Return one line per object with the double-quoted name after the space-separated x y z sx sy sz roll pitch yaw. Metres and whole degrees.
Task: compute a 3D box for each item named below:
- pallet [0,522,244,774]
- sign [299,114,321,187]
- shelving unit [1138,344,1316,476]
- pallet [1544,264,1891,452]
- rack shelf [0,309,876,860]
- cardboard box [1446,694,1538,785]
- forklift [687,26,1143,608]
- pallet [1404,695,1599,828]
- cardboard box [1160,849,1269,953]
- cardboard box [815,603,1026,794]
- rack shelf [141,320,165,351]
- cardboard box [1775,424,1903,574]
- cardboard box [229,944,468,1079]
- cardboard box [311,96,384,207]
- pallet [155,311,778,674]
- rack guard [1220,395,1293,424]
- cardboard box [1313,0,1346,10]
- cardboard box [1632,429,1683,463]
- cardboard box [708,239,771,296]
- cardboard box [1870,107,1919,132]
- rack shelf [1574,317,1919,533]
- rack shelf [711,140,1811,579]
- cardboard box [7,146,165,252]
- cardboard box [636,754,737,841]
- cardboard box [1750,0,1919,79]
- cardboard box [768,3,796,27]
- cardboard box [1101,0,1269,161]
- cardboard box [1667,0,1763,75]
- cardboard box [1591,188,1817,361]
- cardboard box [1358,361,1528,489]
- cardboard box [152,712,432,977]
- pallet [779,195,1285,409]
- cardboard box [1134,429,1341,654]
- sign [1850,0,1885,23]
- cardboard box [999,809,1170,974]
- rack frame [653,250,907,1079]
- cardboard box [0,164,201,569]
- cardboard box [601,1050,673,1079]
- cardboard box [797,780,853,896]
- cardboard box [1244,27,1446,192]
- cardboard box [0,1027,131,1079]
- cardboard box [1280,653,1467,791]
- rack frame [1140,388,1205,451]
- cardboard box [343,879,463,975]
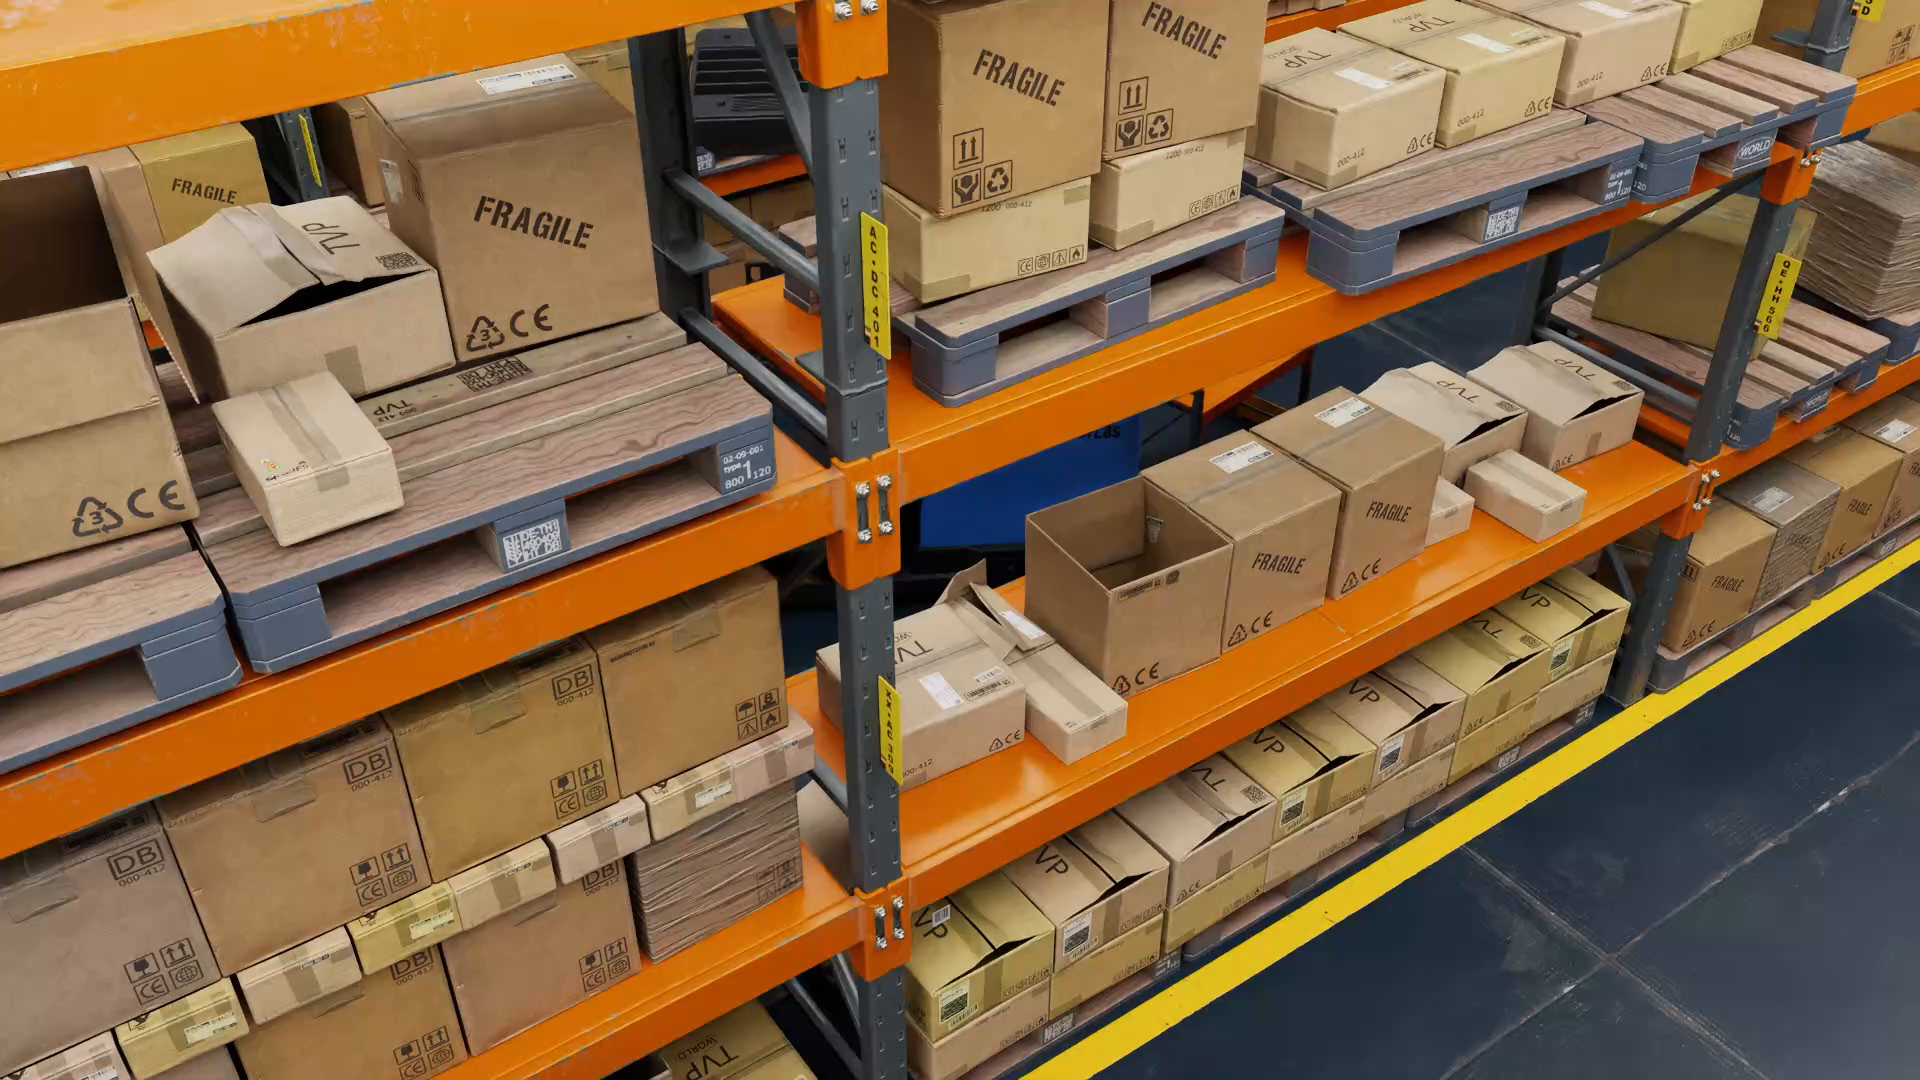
-2.186 0.159 3.280 1.213 0.211 1.003 -22 41 -28 "pallet"
-3.046 -1.824 7.790 0.005 0.325 0.100 -22 41 -28 "sign"
1.377 -1.026 8.705 0.587 1.500 1.083 29 45 34 "shelving unit"
3.276 -0.895 7.404 1.003 0.211 1.213 -22 41 -28 "pallet"
-2.142 0.381 3.512 4.000 0.370 1.077 -22 41 -28 "rack shelf"
2.053 0.702 7.013 0.500 0.250 0.500 -23 42 -28 "cardboard box"
-0.682 -1.174 7.686 3.031 2.935 1.130 -3 36 -4 "forklift"
2.067 0.678 7.439 1.213 0.211 1.003 -22 41 -28 "pallet"
0.805 1.215 6.300 0.500 0.250 0.500 -24 42 -29 "cardboard box"
-0.130 0.508 5.416 0.500 0.250 0.500 -20 40 -25 "cardboard box"
-4.999 -0.765 7.674 4.000 0.370 1.077 -22 41 -28 "rack shelf"
4.136 -0.237 8.089 0.500 0.500 0.500 -23 42 -28 "cardboard box"
-1.706 1.093 4.390 0.500 0.500 0.700 -22 41 -27 "cardboard box"
-2.929 -2.104 8.457 0.500 0.500 0.700 -22 41 -28 "cardboard box"
-1.190 -0.249 3.847 1.213 0.211 1.003 -22 41 -28 "pallet"
1.719 -0.730 9.364 0.587 0.250 0.087 29 45 34 "rack guard"
2.449 -3.799 11.474 0.250 0.149 0.380 -22 41 -28 "cardboard box"
3.435 -0.628 7.989 0.500 0.250 0.500 -21 41 -26 "cardboard box"
-1.531 -1.673 10.085 0.500 0.500 0.700 -23 41 -28 "cardboard box"
4.990 -1.954 8.266 0.500 0.500 0.700 -16 39 -21 "cardboard box"
4.397 -1.093 8.130 4.000 0.370 1.077 -22 41 -28 "rack shelf"
1.127 -0.965 5.383 4.000 0.370 1.077 -22 41 -28 "rack shelf"
-3.977 -1.504 7.554 0.500 0.500 0.500 -23 41 -28 "cardboard box"
-0.810 0.606 4.511 0.250 0.149 0.380 -23 42 -29 "cardboard box"
3.099 -2.133 6.306 0.500 0.500 0.910 -22 41 -28 "cardboard box"
-0.914 -2.930 9.606 0.500 0.500 0.700 -27 43 -32 "cardboard box"
0.471 -1.389 4.484 0.500 0.500 0.500 -18 40 -24 "cardboard box"
2.424 -1.860 5.780 0.500 0.250 0.500 -26 43 -31 "cardboard box"
3.212 -1.189 7.202 0.700 0.500 0.500 23 41 28 "cardboard box"
1.919 -0.467 6.720 0.500 0.311 0.500 -23 42 -28 "cardboard box"
-1.689 0.557 4.023 0.500 0.500 0.700 -22 41 -28 "cardboard box"
0.206 -0.809 4.715 1.217 0.209 0.805 -24 42 -30 "pallet"
0.970 -0.003 5.913 0.500 0.500 0.500 -22 41 -28 "cardboard box"
3.075 -1.904 5.562 0.005 0.325 0.100 -22 41 -28 "sign"
0.386 1.166 5.889 0.500 0.311 0.500 -23 42 -28 "cardboard box"
-0.508 0.634 5.113 0.127 3.000 1.000 -22 41 -28 "rack frame"
-1.926 -0.360 3.357 0.637 0.503 0.797 -18 39 -23 "cardboard box"
-1.176 1.698 4.987 0.500 0.500 0.500 -22 41 -28 "cardboard box"
-0.342 1.079 6.010 0.500 0.311 0.500 -22 41 -28 "cardboard box"
1.090 -1.308 5.012 0.500 0.250 0.500 -26 43 -32 "cardboard box"
-2.076 1.129 3.783 0.250 0.149 0.380 -22 41 -27 "cardboard box"
1.640 0.646 6.611 0.500 0.311 0.500 -23 41 -28 "cardboard box"
1.022 -0.806 8.399 0.500 1.500 0.032 29 45 34 "rack frame"
-1.439 0.865 4.151 0.250 0.149 0.380 -23 41 -28 "cardboard box"
